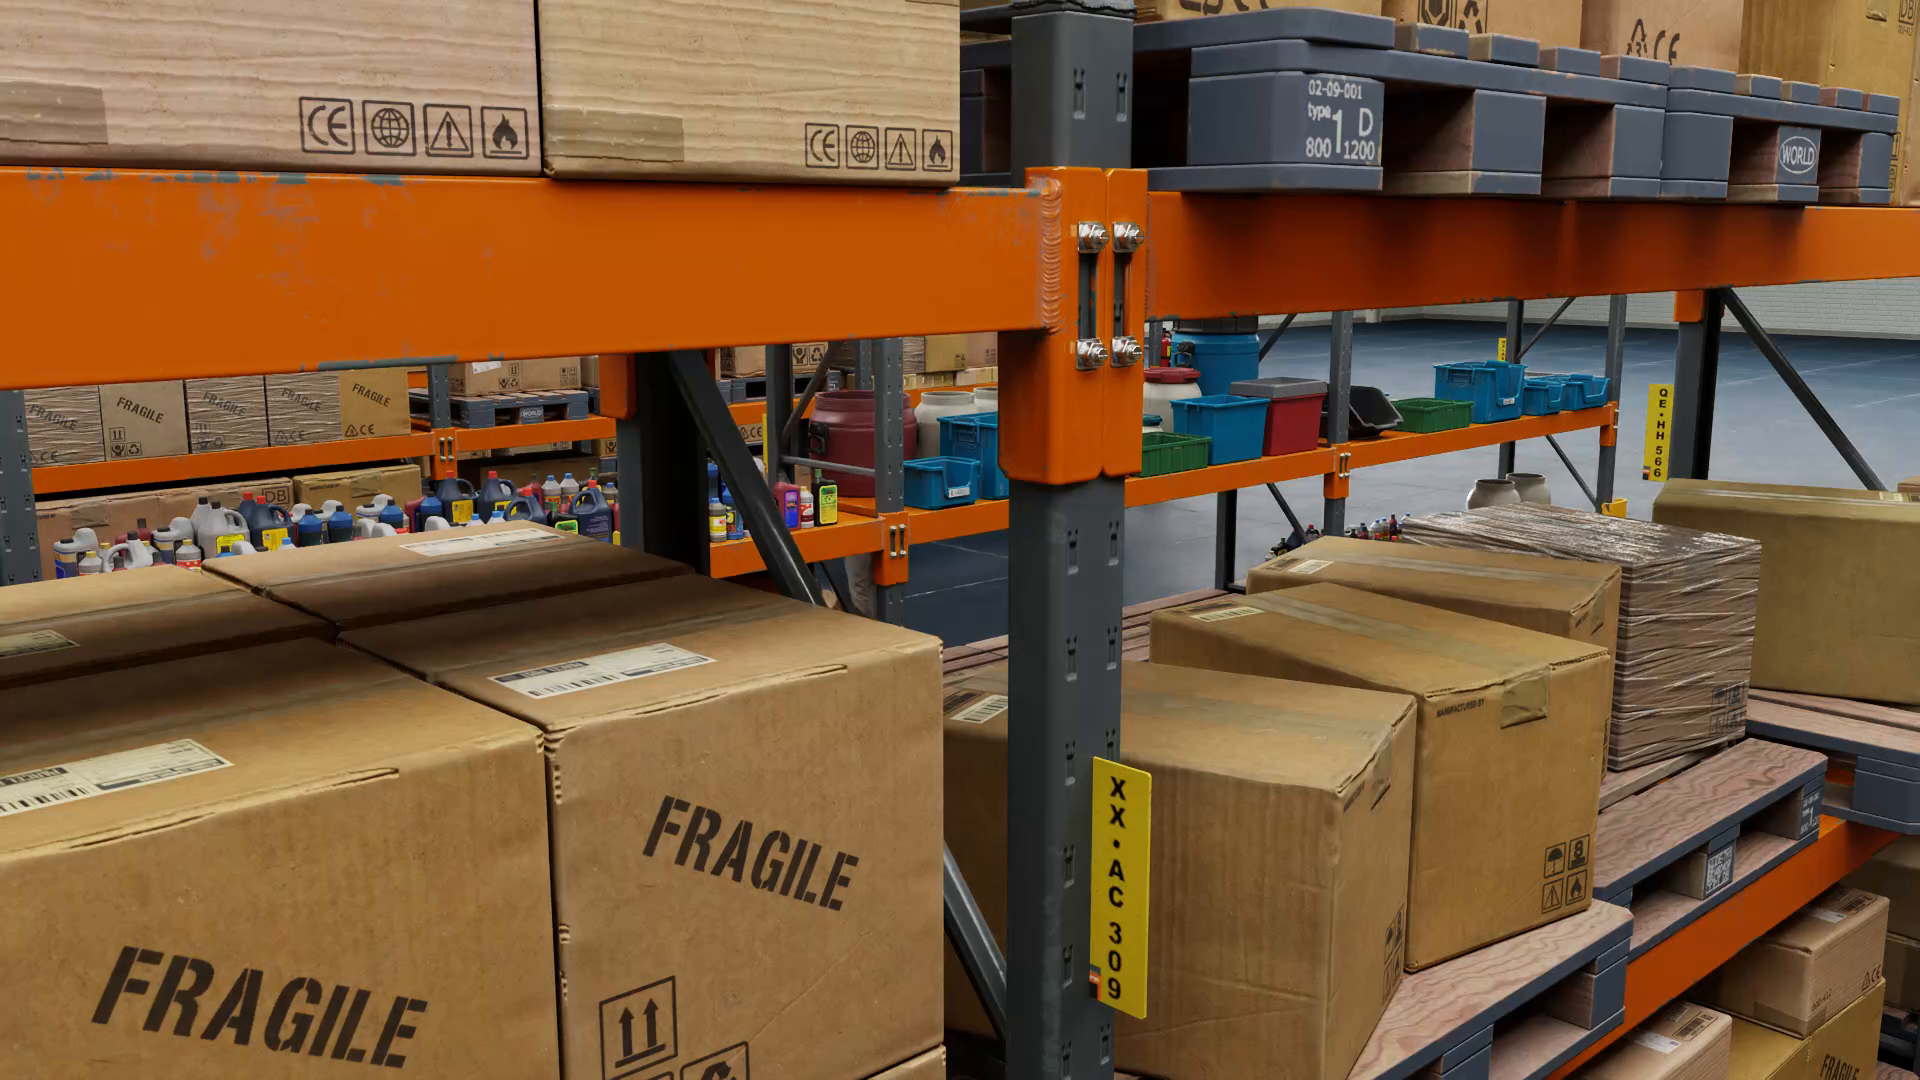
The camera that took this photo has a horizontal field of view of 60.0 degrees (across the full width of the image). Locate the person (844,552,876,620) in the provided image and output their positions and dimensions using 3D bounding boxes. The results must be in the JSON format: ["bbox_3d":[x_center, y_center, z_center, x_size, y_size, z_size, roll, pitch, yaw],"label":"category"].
[{"bbox_3d":[-0.663,-0.087,10.713,0.522,1.689,0.501,-8,13,-37],"label":"person"}]
